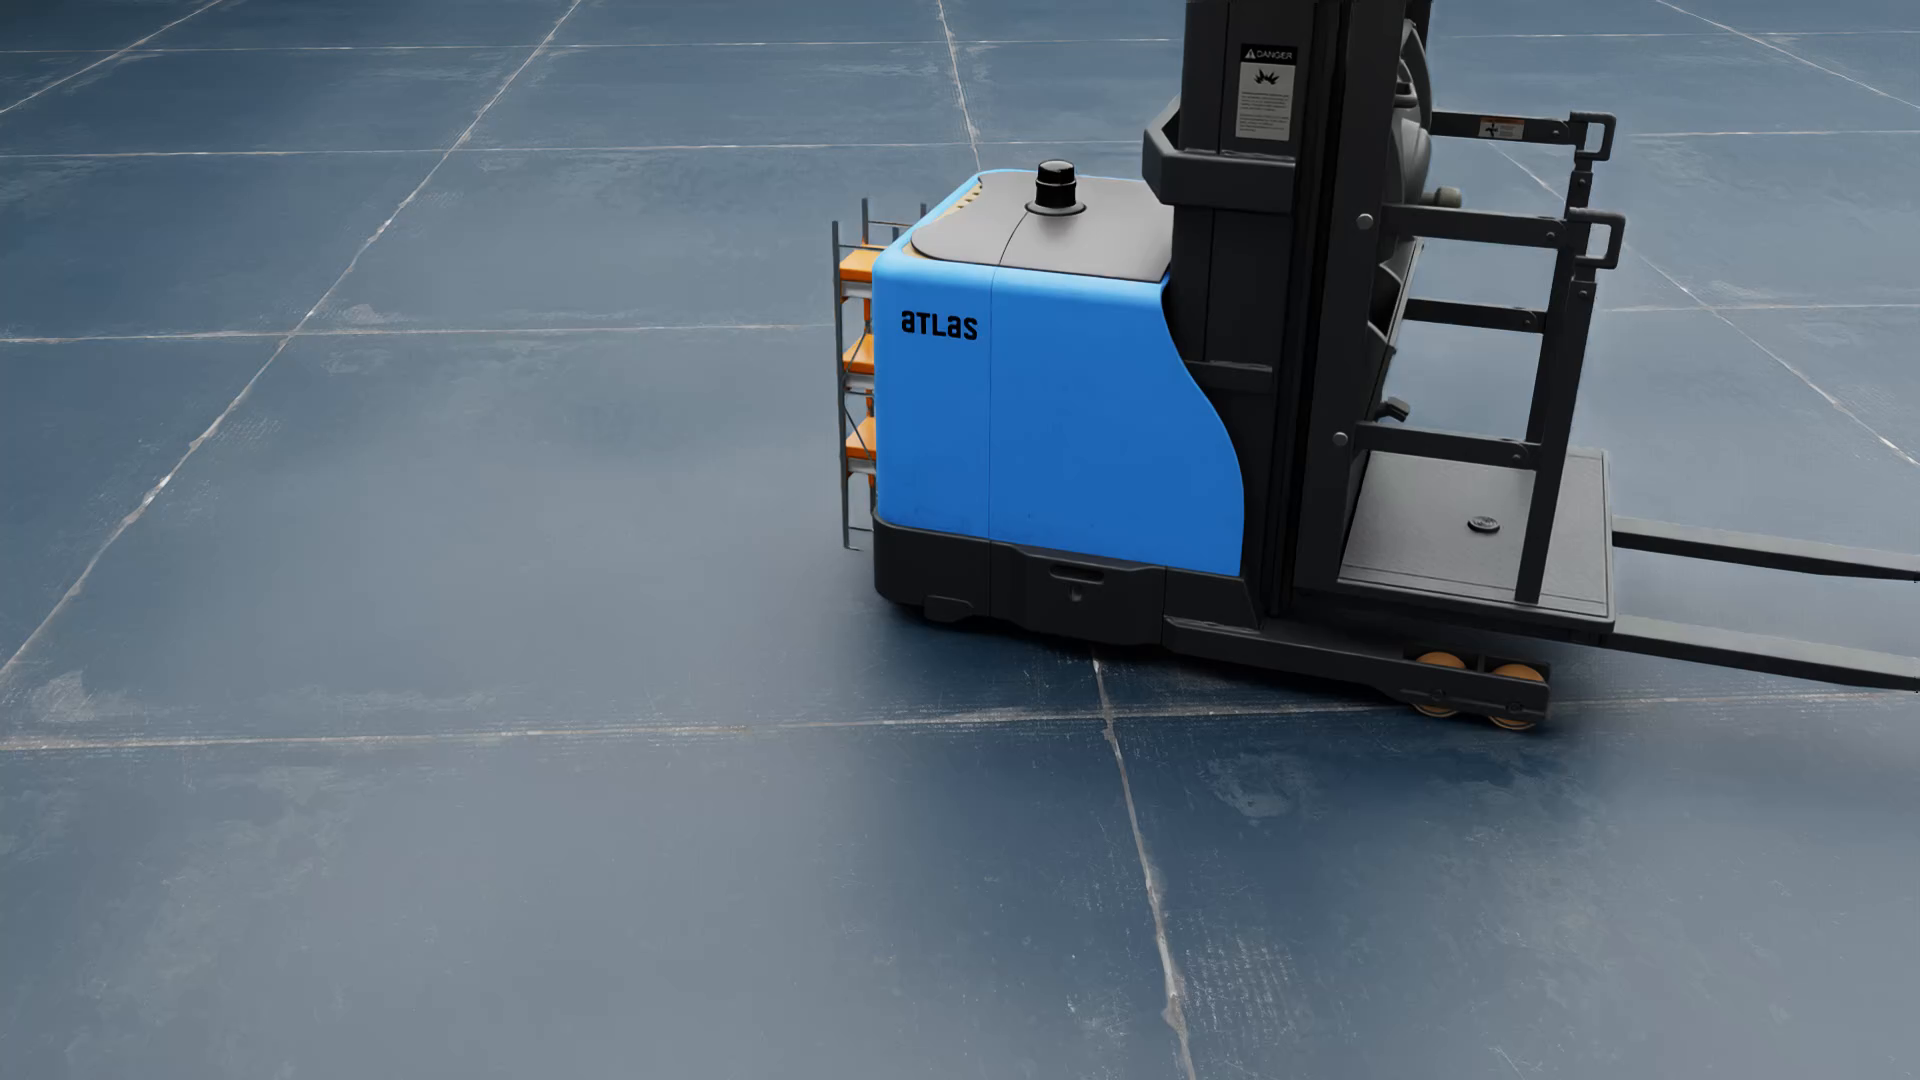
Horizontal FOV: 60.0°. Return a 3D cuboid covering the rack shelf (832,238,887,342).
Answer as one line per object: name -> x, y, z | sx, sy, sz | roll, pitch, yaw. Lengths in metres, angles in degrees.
rack shelf -> -0.231, -0.723, 4.910 | 0.215, 0.259, 0.240 | 8, 29, 15

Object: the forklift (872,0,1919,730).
forklift -> 1.326, -1.084, 4.159 | 3.031, 2.935, 1.130 | 9, 29, 16

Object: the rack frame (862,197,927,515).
rack frame -> -0.194, -0.535, 5.140 | 0.200, 1.050, 0.008 | 8, 29, 15

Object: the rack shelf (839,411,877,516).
rack shelf -> -0.231, -0.225, 5.170 | 0.215, 0.259, 0.240 | 8, 29, 15

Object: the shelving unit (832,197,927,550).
shelving unit -> -0.231, -0.481, 5.037 | 0.215, 1.050, 0.252 | 8, 29, 15

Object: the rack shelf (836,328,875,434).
rack shelf -> -0.231, -0.472, 5.042 | 0.215, 0.259, 0.240 | 8, 29, 15

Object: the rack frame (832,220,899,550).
rack frame -> -0.267, -0.427, 4.933 | 0.200, 1.050, 0.008 | 8, 29, 15
